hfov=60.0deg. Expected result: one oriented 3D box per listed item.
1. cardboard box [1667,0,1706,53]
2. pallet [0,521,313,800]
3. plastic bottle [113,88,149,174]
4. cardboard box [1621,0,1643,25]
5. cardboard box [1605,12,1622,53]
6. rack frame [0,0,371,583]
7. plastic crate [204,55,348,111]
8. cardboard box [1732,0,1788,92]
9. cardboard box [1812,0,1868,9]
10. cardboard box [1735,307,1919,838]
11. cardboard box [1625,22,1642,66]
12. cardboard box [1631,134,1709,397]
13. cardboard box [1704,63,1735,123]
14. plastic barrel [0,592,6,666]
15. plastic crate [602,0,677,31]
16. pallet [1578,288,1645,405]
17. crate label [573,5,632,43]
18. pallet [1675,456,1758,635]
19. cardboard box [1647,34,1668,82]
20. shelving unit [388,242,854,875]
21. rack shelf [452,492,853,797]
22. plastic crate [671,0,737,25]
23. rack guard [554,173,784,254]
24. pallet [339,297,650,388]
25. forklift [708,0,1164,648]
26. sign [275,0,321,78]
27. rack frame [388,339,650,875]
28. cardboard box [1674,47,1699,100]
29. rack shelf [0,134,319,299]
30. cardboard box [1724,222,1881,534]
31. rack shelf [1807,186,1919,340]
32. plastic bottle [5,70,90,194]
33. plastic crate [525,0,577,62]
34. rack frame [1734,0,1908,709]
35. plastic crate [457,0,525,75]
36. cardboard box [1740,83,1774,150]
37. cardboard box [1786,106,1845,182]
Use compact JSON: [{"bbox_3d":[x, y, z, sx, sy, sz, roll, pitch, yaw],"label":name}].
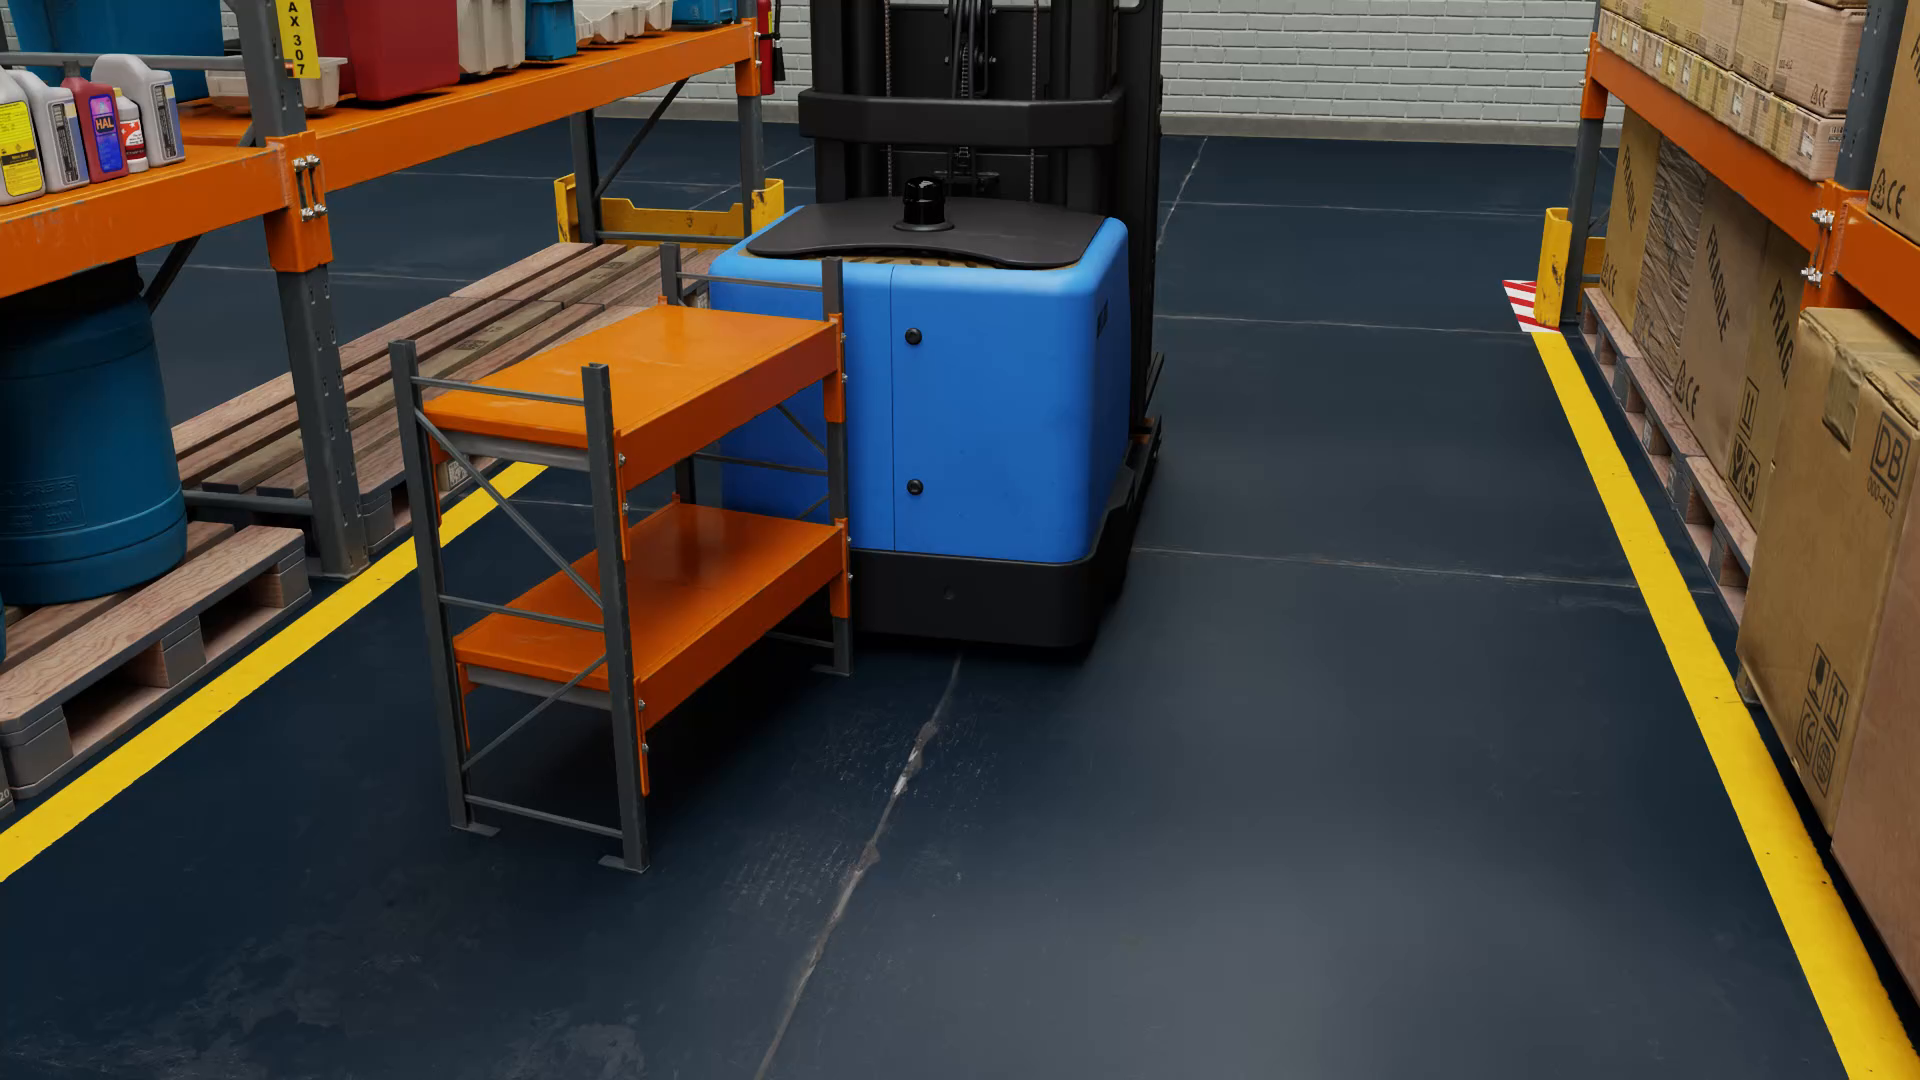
[{"bbox_3d":[2.671,-1.756,5.502,0.500,0.250,0.500,4,22,10],"label":"cardboard box"},{"bbox_3d":[-2.522,0.250,4.451,1.003,0.211,1.213,4,22,11],"label":"pallet"},{"bbox_3d":[-2.085,-1.017,4.131,0.097,0.201,0.097,0,22,0],"label":"plastic bottle"},{"bbox_3d":[2.879,-2.131,6.432,0.500,0.250,0.500,4,22,10],"label":"cardboard box"},{"bbox_3d":[2.894,-2.093,6.872,0.380,0.149,0.250,4,22,10],"label":"cardboard box"},{"bbox_3d":[-2.324,-1.323,4.623,1.000,3.000,0.127,4,22,11],"label":"rack frame"},{"bbox_3d":[-2.089,-1.388,5.057,0.396,0.136,0.243,4,22,11],"label":"plastic crate"},{"bbox_3d":[2.461,-1.385,4.579,0.500,0.250,0.500,5,23,13],"label":"cardboard box"},{"bbox_3d":[2.357,-1.550,3.986,0.500,0.500,0.500,5,22,12],"label":"cardboard box"},{"bbox_3d":[2.413,0.081,3.419,1.225,0.875,0.875,5,22,11],"label":"cardboard box"},{"bbox_3d":[2.790,-1.904,6.402,0.380,0.149,0.250,4,22,10],"label":"cardboard box"},{"bbox_3d":[3.103,-1.044,6.214,0.875,0.875,0.875,4,22,11],"label":"cardboard box"},{"bbox_3d":[2.476,-1.342,5.006,0.380,0.149,0.250,5,22,12],"label":"cardboard box"},{"bbox_3d":[-2.596,-0.088,3.803,0.600,0.901,0.708,4,22,11],"label":"plastic barrel"},{"bbox_3d":[-1.497,-2.379,7.519,0.396,0.136,0.243,4,22,11],"label":"plastic crate"},{"bbox_3d":[3.254,-0.816,7.098,1.003,0.211,1.213,4,22,11],"label":"pallet"},{"bbox_3d":[-1.603,-2.171,7.001,0.396,0.136,0.243,4,22,11],"label":"crate label"},{"bbox_3d":[2.756,0.076,4.882,1.003,0.211,1.213,4,22,11],"label":"pallet"},{"bbox_3d":[2.685,-1.717,5.937,0.380,0.149,0.250,4,22,10],"label":"cardboard box"},{"bbox_3d":[-0.715,-0.019,3.896,0.538,1.125,1.048,9,24,21],"label":"shelving unit"},{"bbox_3d":[-0.715,0.208,3.987,0.538,0.278,1.000,9,24,21],"label":"rack shelf"},{"bbox_3d":[-1.394,-2.693,7.898,0.616,0.435,0.499,4,22,11],"label":"plastic crate"},{"bbox_3d":[-1.516,-1.636,8.747,1.175,0.500,0.348,4,22,11],"label":"rack guard"},{"bbox_3d":[-1.965,-0.749,6.930,1.003,0.211,1.213,4,22,11],"label":"pallet"},{"bbox_3d":[0.126,-1.590,5.379,1.130,2.935,3.031,4,22,11],"label":"forklift"},{"bbox_3d":[-1.786,-1.409,4.466,0.100,0.325,0.005,4,22,11],"label":"sign"},{"bbox_3d":[-0.907,0.157,3.459,0.500,1.125,0.032,9,24,21],"label":"rack frame"},{"bbox_3d":[2.581,-1.528,5.469,0.380,0.149,0.250,5,22,12],"label":"cardboard box"},{"bbox_3d":[-2.732,-0.258,2.941,1.077,0.370,4.000,4,22,11],"label":"rack shelf"},{"bbox_3d":[2.737,-0.390,4.588,0.875,0.875,0.875,4,22,11],"label":"cardboard box"},{"bbox_3d":[2.116,0.120,2.004,1.077,0.370,4.000,4,22,11],"label":"rack shelf"},{"bbox_3d":[-2.163,-0.963,3.895,0.152,0.276,0.135,4,22,11],"label":"plastic bottle"},{"bbox_3d":[-1.676,-1.965,6.362,0.416,0.233,0.300,4,22,11],"label":"plastic crate"},{"bbox_3d":[2.525,-0.945,3.686,1.000,3.000,0.127,4,22,11],"label":"rack frame"},{"bbox_3d":[-1.832,-1.840,5.986,0.437,0.282,0.530,4,22,11],"label":"plastic crate"},{"bbox_3d":[2.371,-1.153,4.538,0.380,0.149,0.250,4,22,10],"label":"cardboard box"},{"bbox_3d":[2.266,-0.965,4.071,0.380,0.149,0.250,5,22,11],"label":"cardboard box"}]
